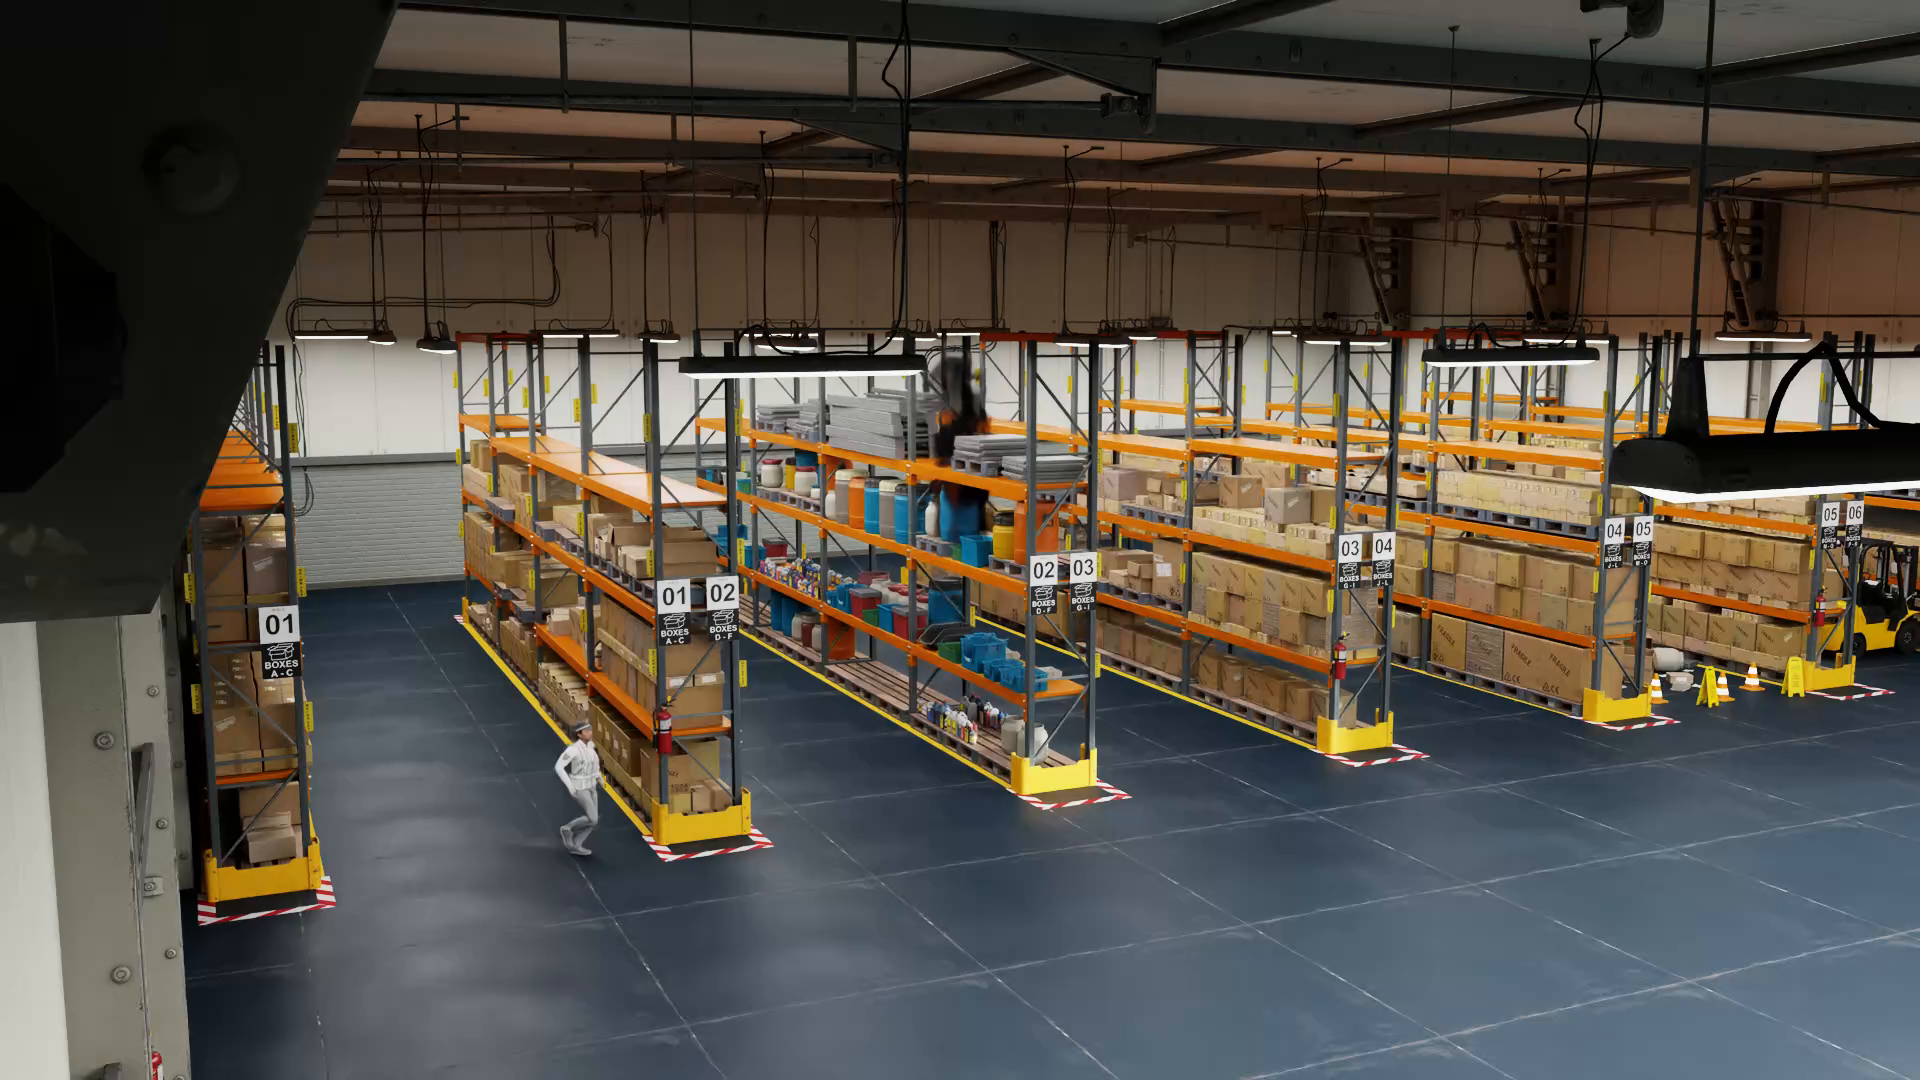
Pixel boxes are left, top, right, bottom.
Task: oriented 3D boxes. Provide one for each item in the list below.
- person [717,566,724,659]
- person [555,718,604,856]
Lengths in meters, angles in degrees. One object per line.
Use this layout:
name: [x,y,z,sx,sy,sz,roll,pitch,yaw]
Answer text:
person: [-4.449,1.341,30.654,0.645,1.748,0.608,-2,8,-14]
person: [-4.415,2.894,19.519,0.521,1.626,0.610,3,8,18]
